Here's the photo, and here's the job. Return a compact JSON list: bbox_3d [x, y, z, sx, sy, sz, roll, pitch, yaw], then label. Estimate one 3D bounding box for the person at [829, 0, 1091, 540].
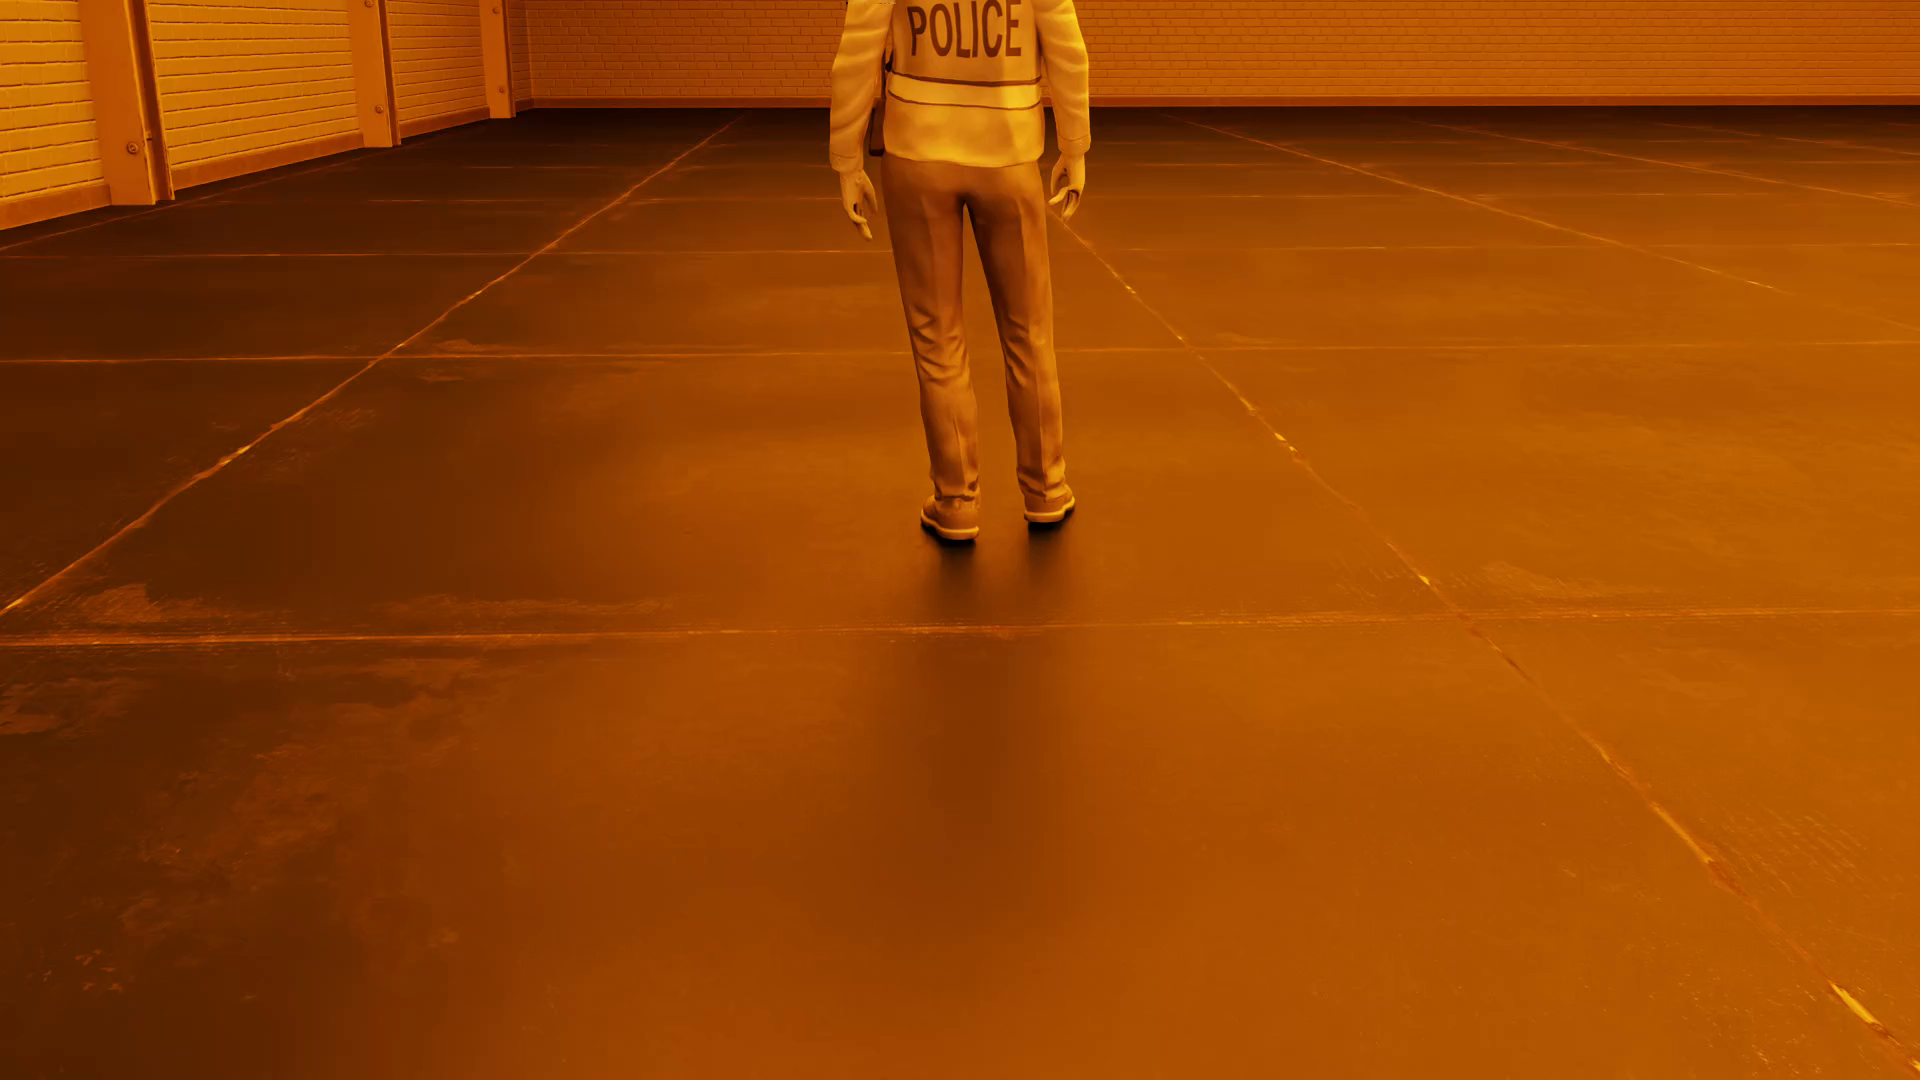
[{"bbox_3d":[0.003,-0.837,3.732,0.587,1.696,0.534,-1,17,-3],"label":"person"}]
